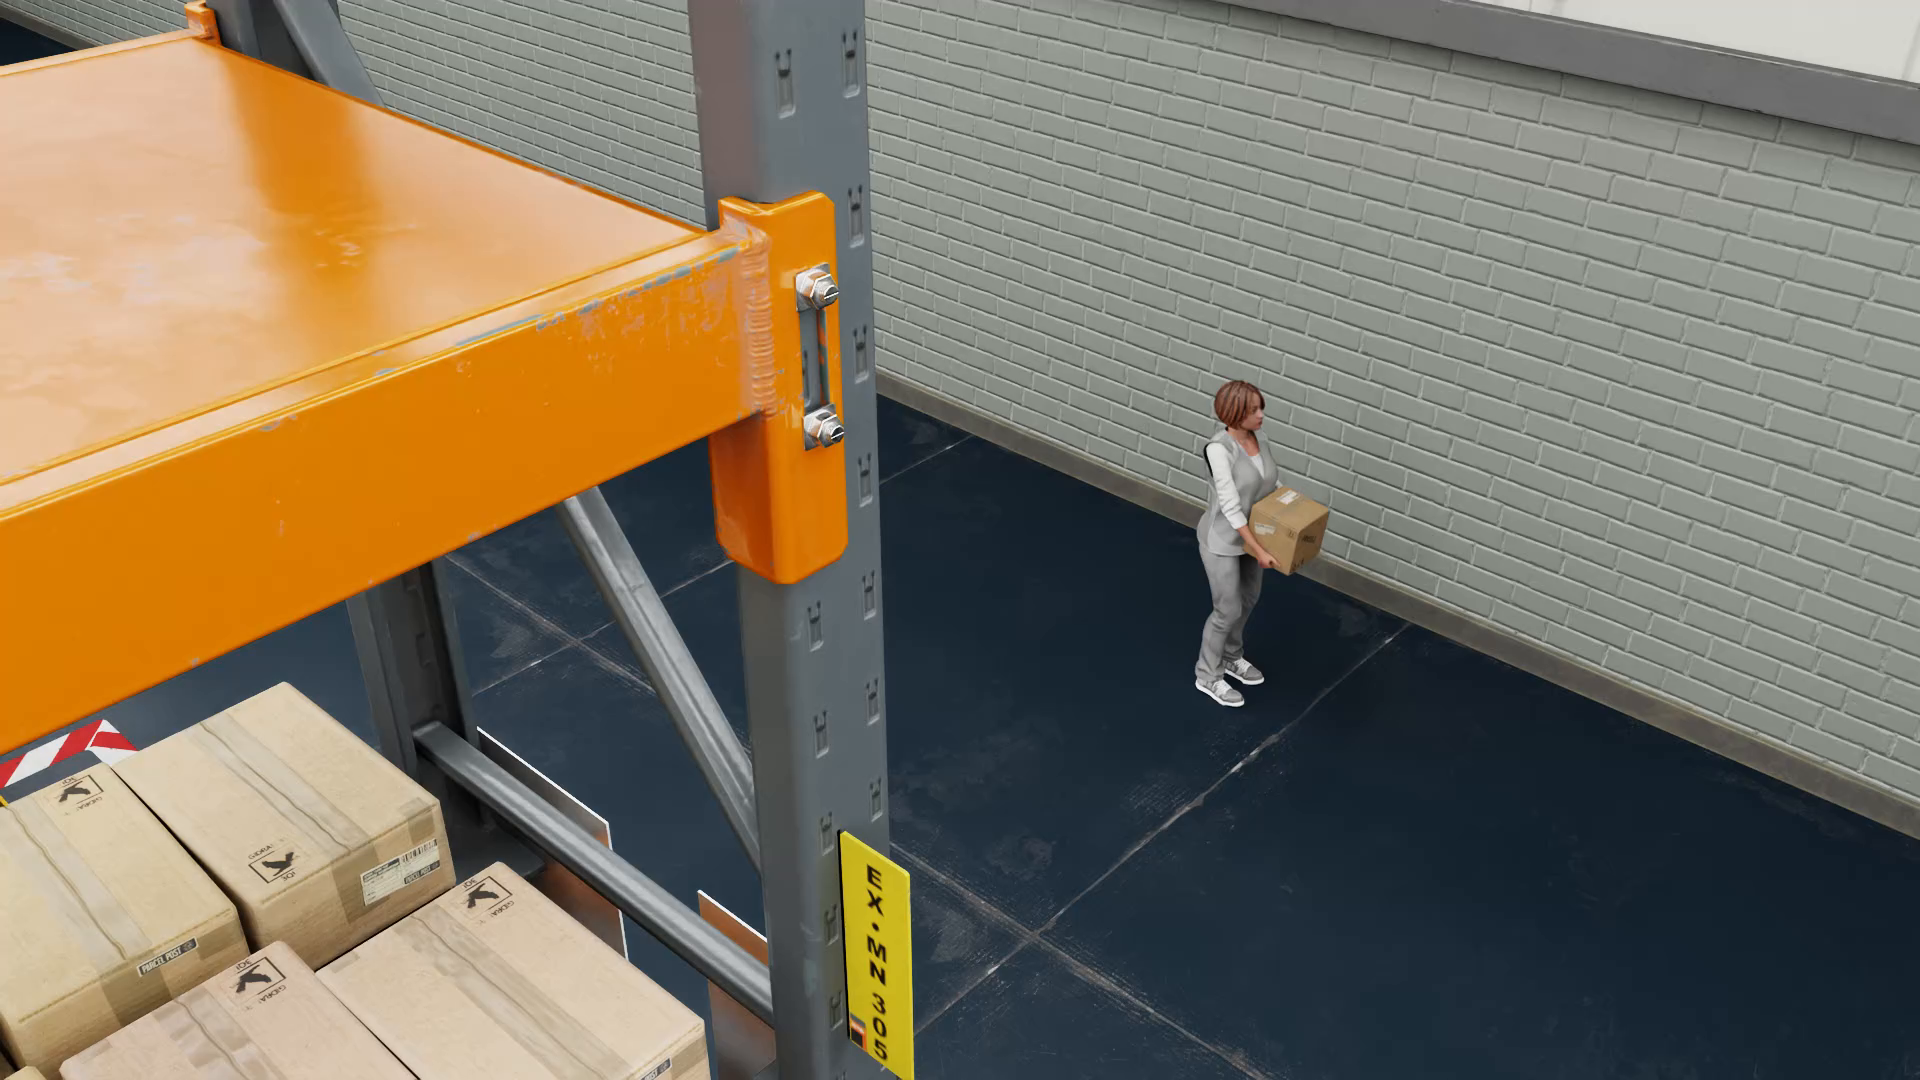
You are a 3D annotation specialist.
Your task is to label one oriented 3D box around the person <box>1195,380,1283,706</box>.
[{"bbox_3d":[1.321,0.039,7.588,0.500,1.590,0.405,26,40,35],"label":"person"}]
